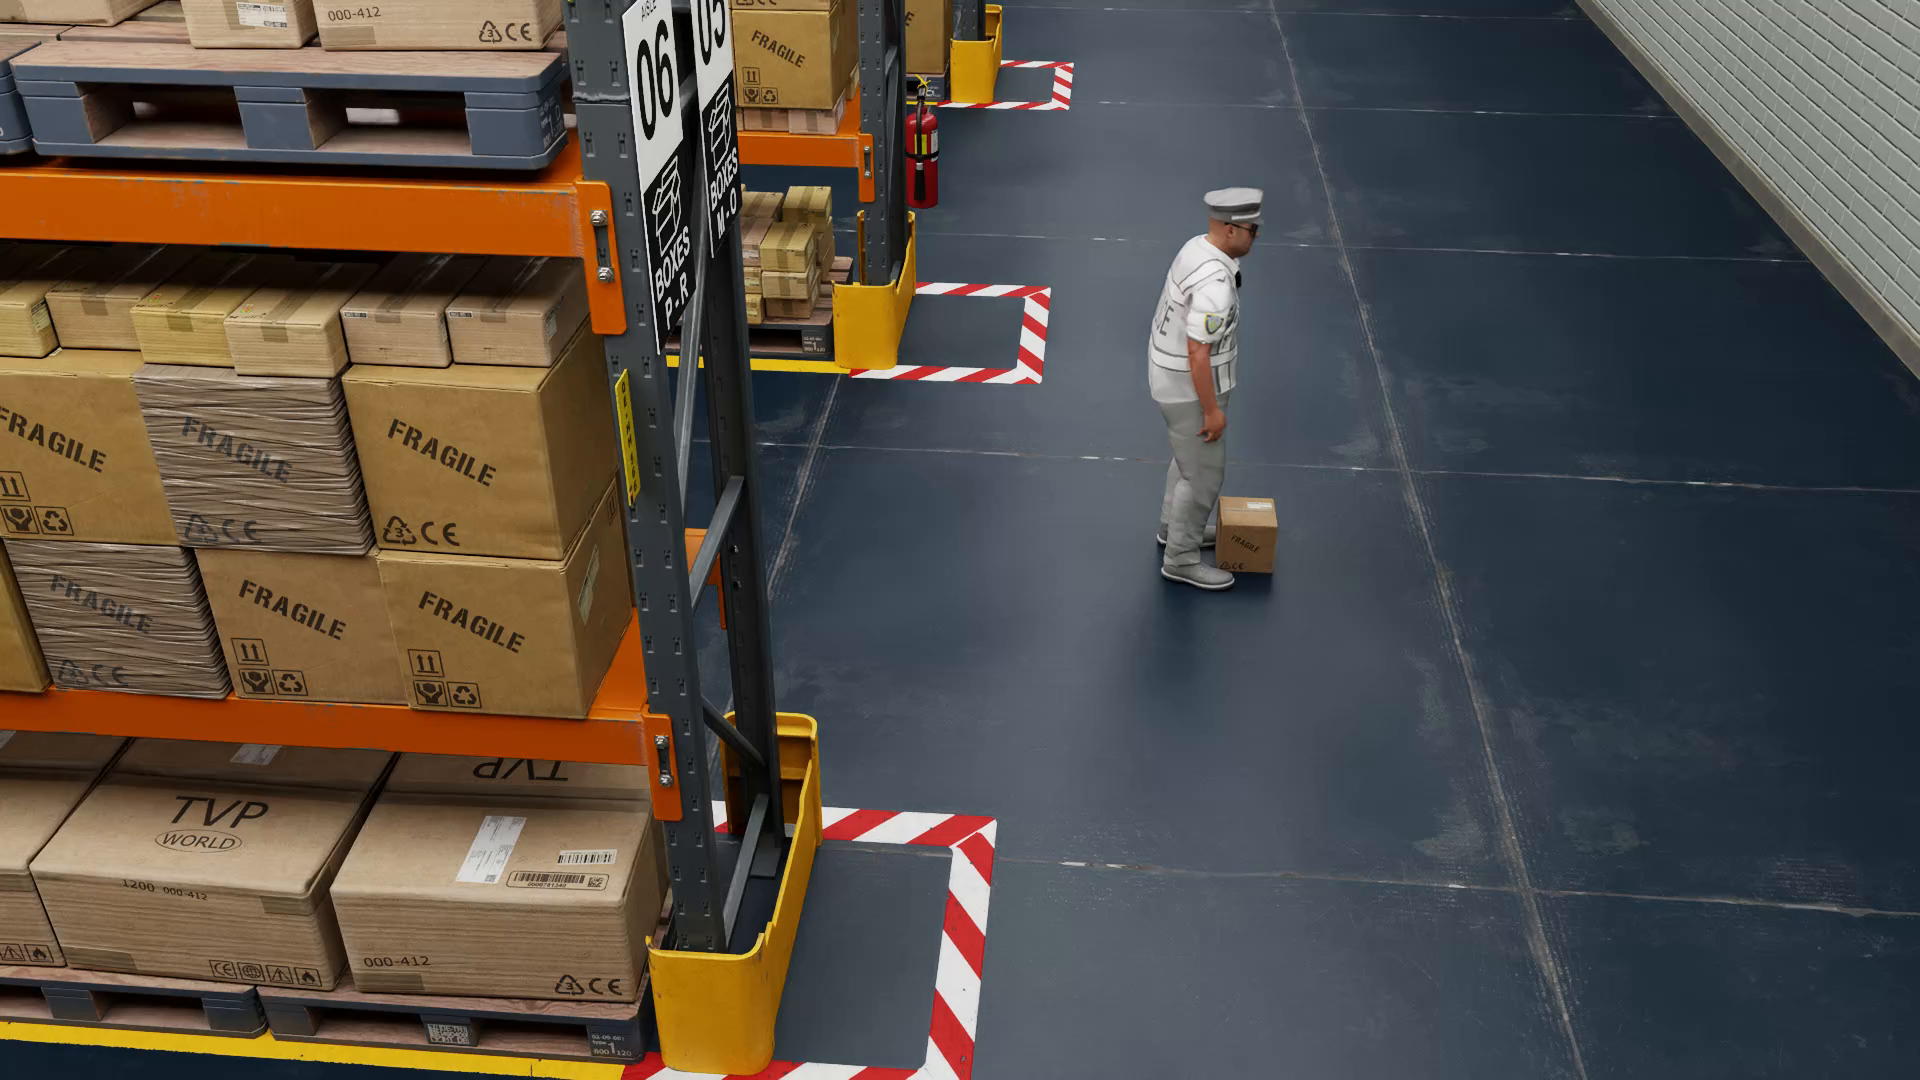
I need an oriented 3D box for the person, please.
[{"bbox_3d":[1.033,-0.671,7.213,0.435,1.748,0.591,2,32,3],"label":"person"}]
